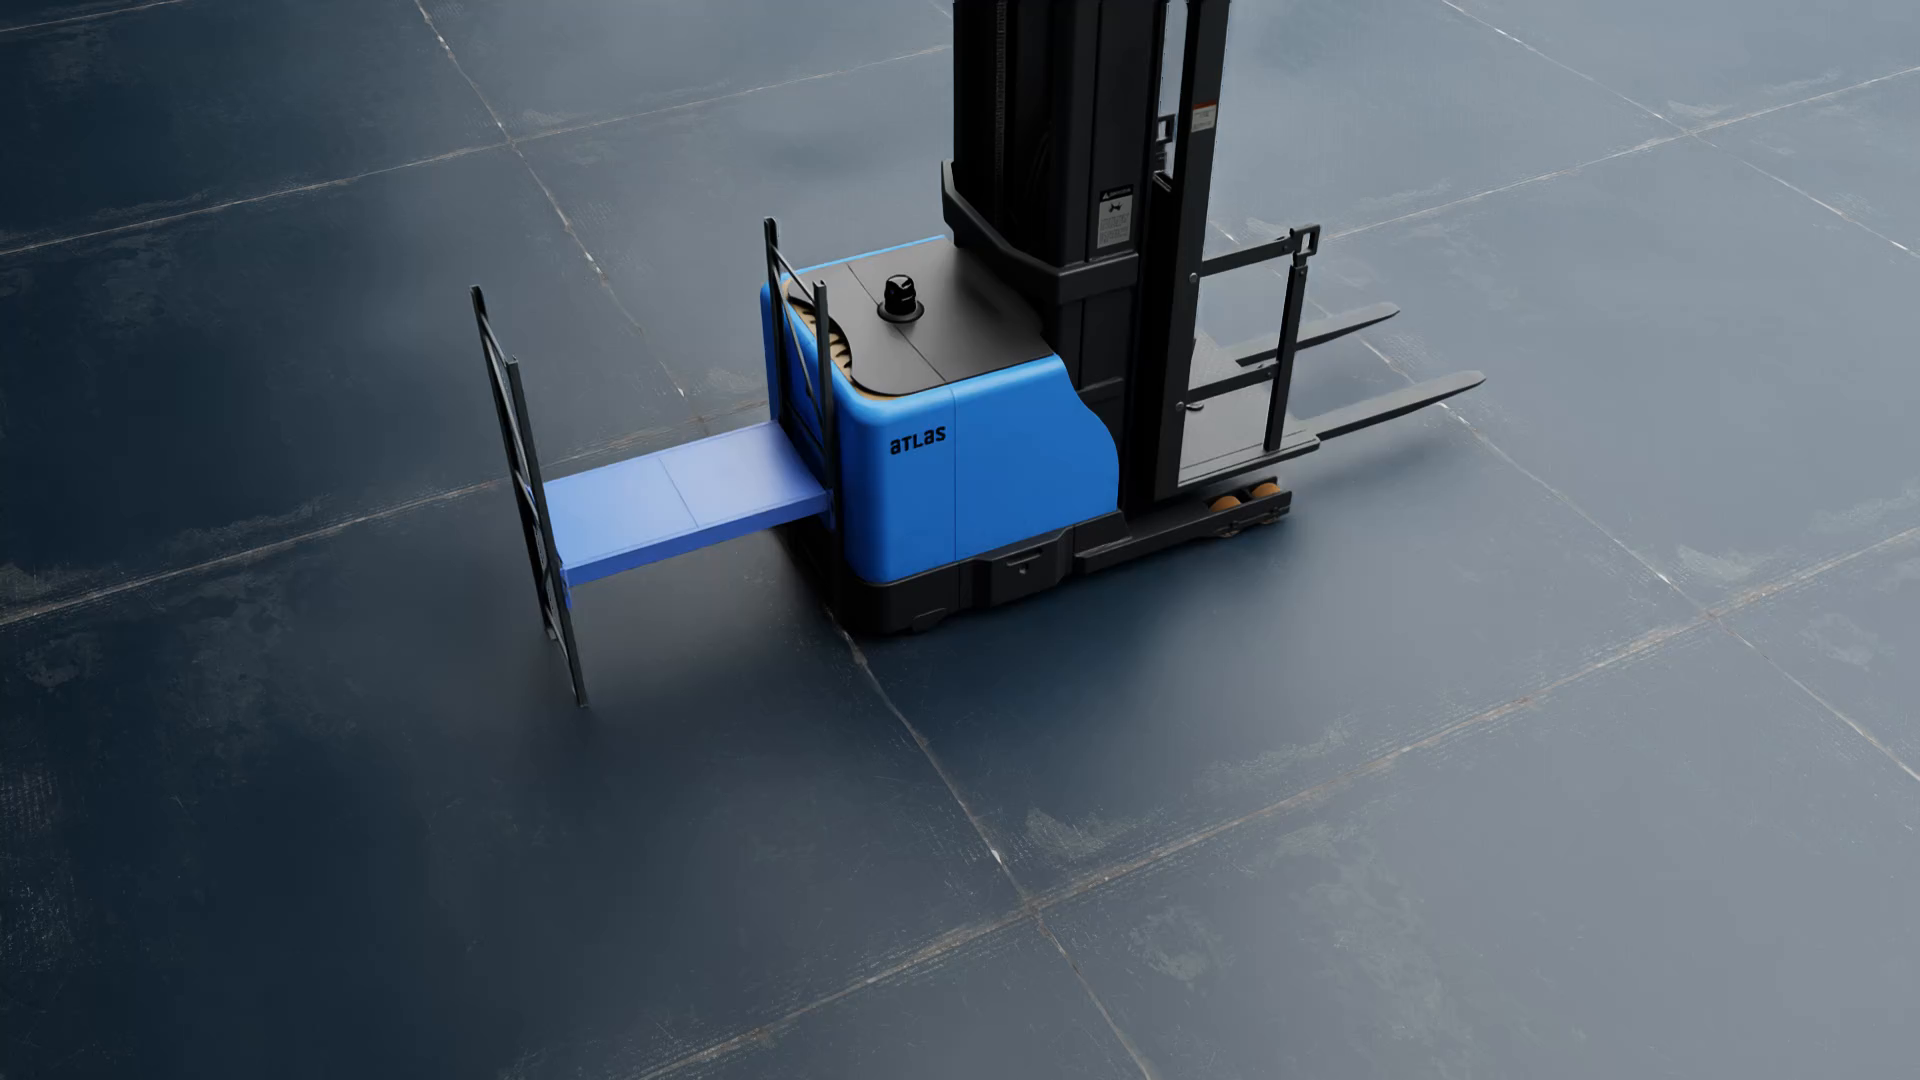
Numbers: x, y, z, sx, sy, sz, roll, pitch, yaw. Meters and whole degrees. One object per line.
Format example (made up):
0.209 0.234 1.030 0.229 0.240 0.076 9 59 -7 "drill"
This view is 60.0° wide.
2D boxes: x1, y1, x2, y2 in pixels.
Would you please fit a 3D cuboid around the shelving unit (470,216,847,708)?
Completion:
-1.014 -0.255 5.890 1.048 1.500 0.538 -17 43 -20 "shelving unit"

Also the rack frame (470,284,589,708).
-1.471 -0.111 5.721 0.032 1.500 0.500 -17 43 -20 "rack frame"

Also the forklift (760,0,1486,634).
0.788 -1.421 6.160 3.031 2.935 1.130 -17 43 -20 "forklift"

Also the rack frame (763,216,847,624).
-0.557 -0.399 6.060 0.032 1.500 0.500 -17 43 -20 "rack frame"

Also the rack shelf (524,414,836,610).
-1.014 -0.118 6.007 1.000 0.185 0.538 -17 43 -20 "rack shelf"
